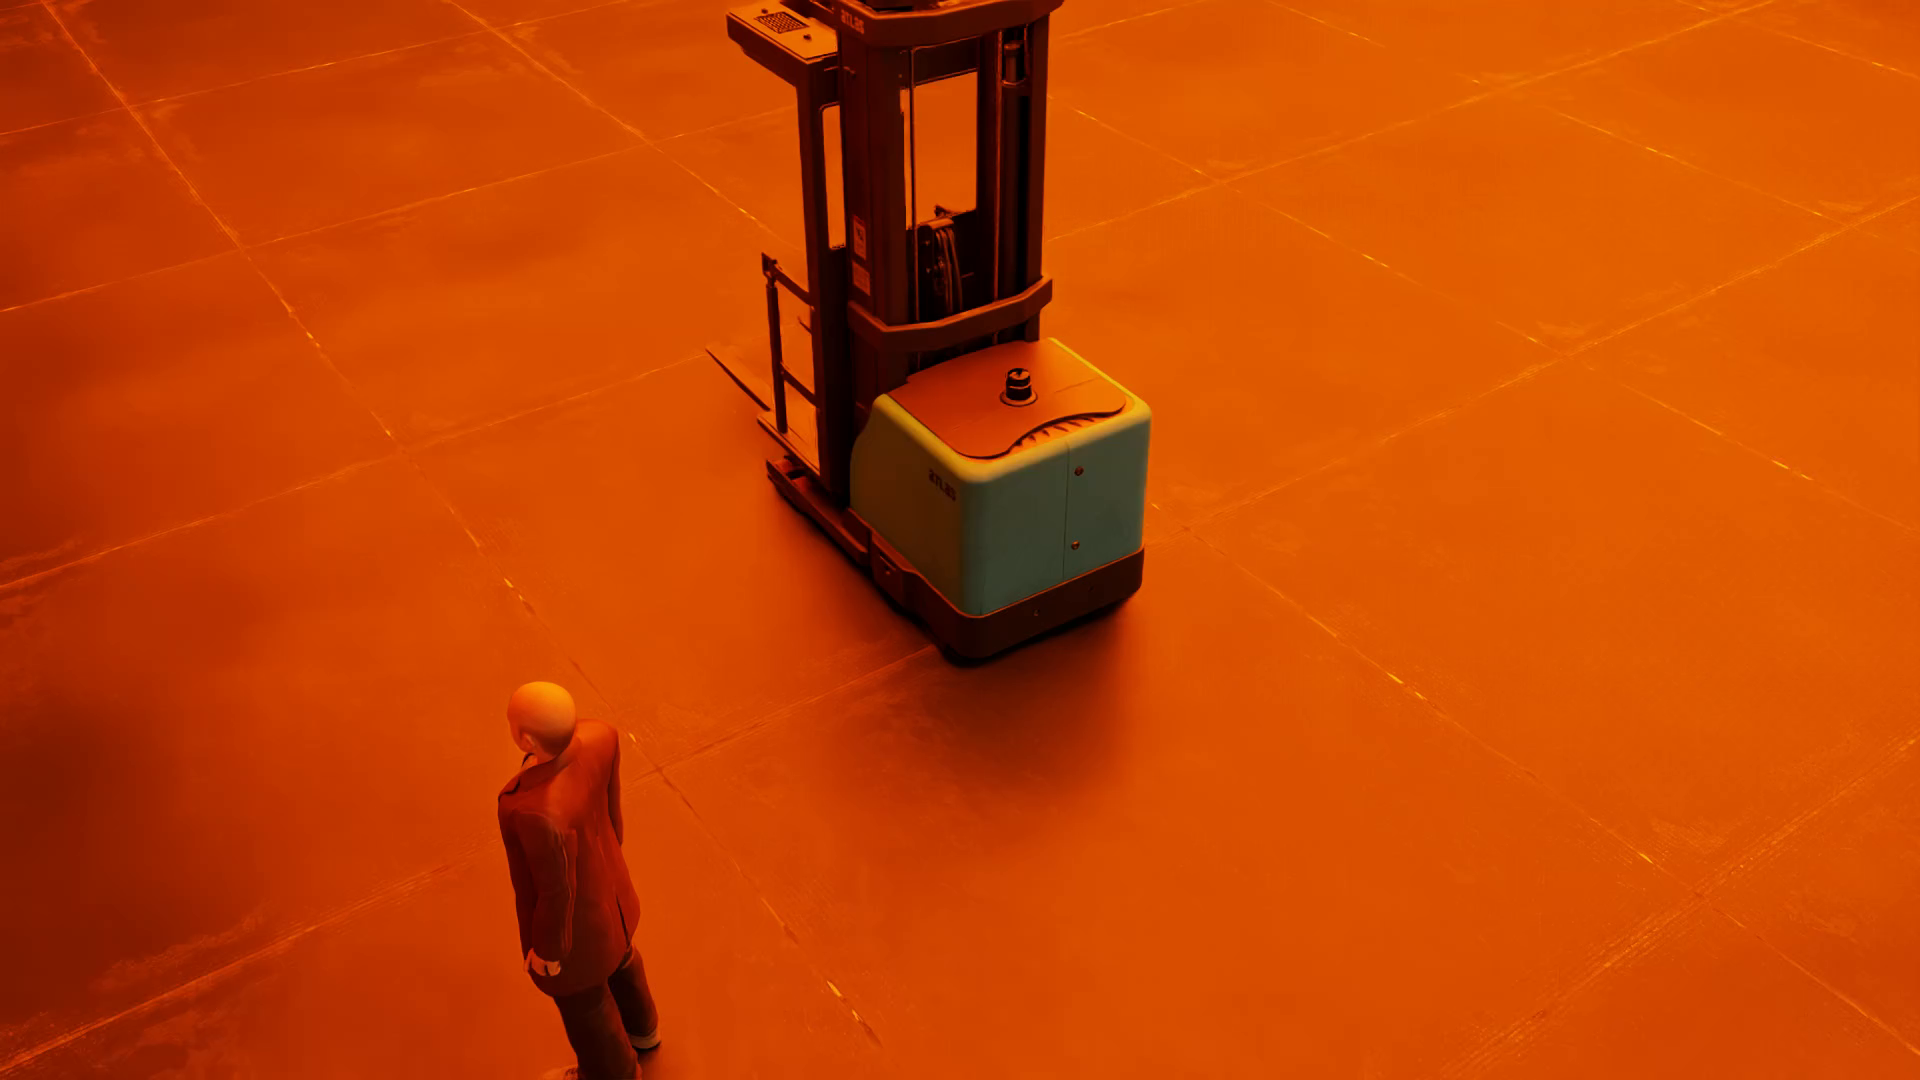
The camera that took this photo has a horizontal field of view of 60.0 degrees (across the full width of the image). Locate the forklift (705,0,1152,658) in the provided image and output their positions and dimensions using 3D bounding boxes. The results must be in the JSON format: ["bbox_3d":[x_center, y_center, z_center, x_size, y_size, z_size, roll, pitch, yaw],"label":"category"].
[{"bbox_3d":[-0.356,-1.481,7.948,1.130,2.935,3.031,-21,42,-26],"label":"forklift"}]

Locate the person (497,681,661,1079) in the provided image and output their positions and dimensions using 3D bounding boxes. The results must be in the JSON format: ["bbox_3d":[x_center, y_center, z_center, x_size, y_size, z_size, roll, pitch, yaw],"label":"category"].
[{"bbox_3d":[-1.270,1.141,5.367,0.385,1.783,0.572,7,37,10],"label":"person"}]
